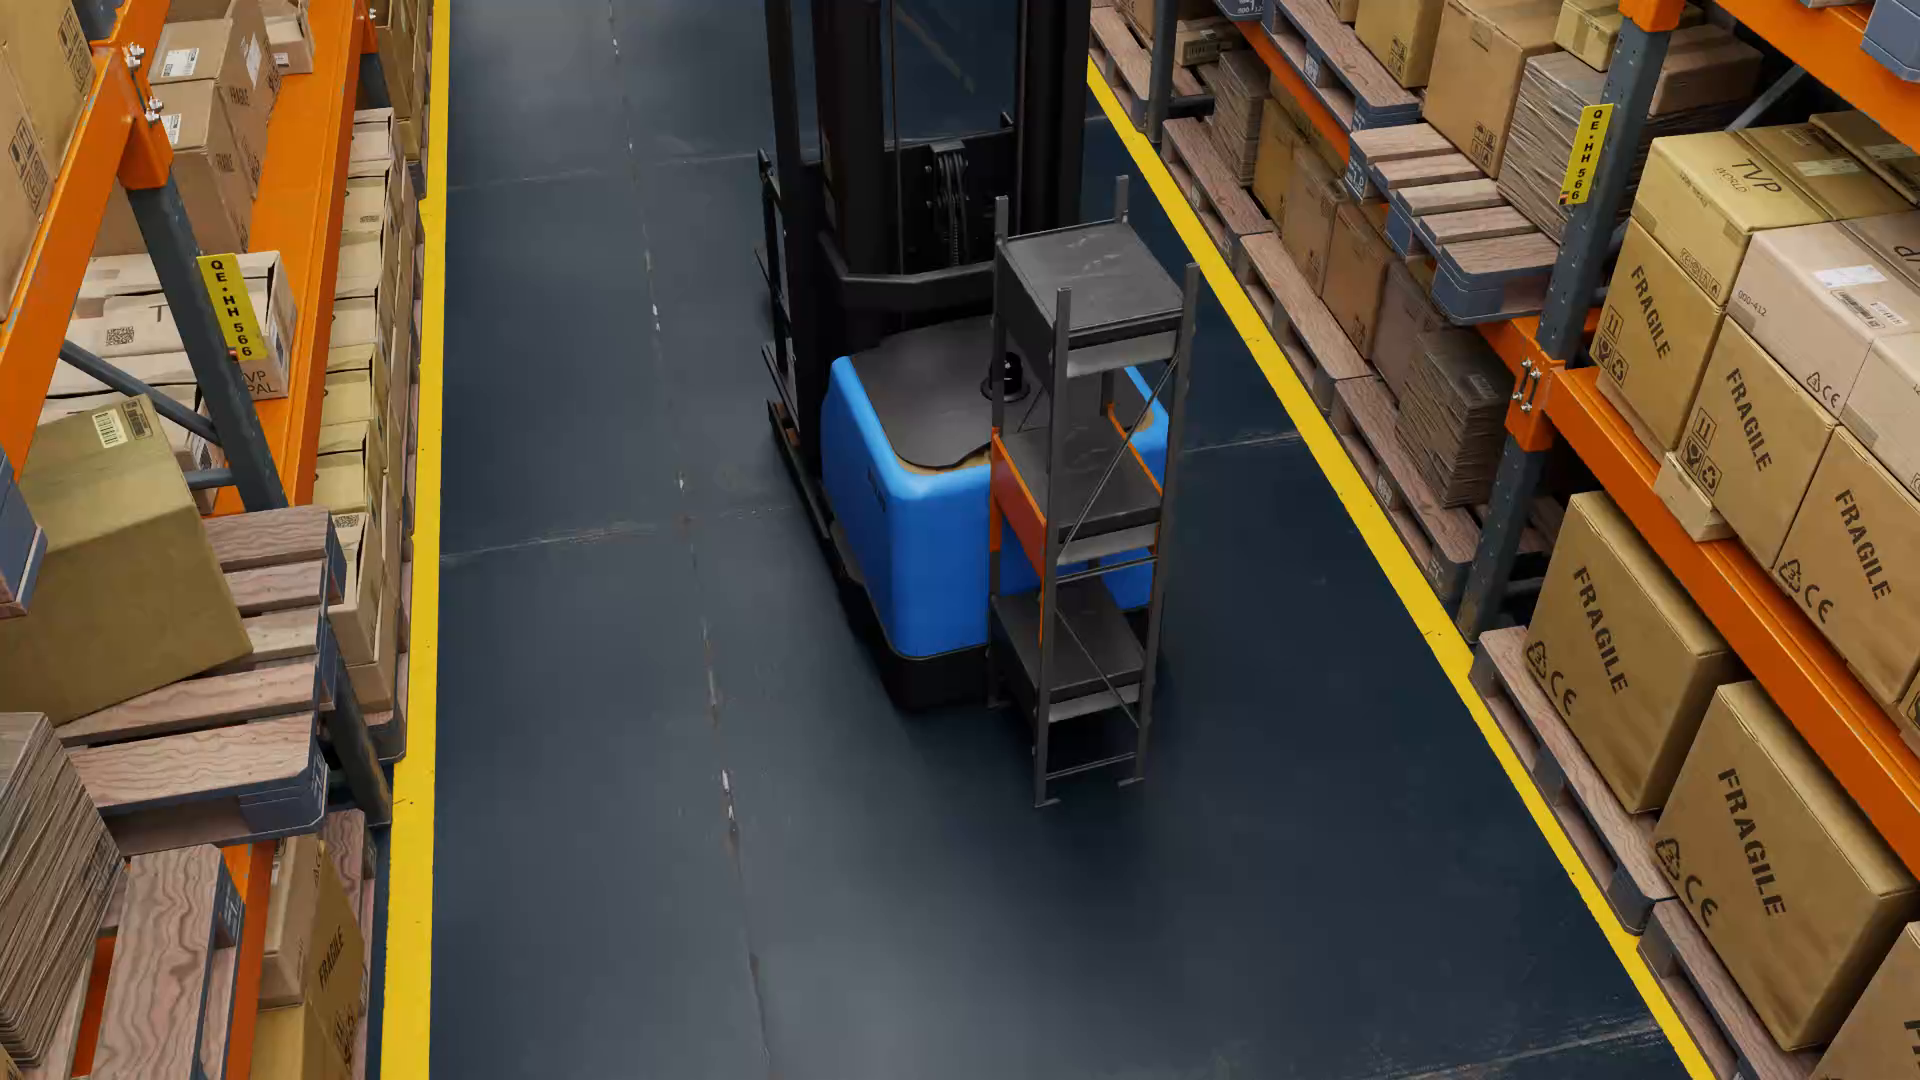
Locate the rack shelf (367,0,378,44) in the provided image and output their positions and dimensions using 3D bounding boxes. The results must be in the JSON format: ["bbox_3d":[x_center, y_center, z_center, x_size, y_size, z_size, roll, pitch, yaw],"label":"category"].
[{"bbox_3d":[-3.730,-3.739,9.244,1.077,0.370,4.000,-8,42,-9],"label":"rack shelf"}]

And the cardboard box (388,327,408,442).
[{"bbox_3d":[-2.599,-0.623,6.947,0.500,0.250,0.500,-8,42,-8],"label":"cardboard box"}]

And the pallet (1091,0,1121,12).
[{"bbox_3d":[1.091,-3.603,10.650,1.003,0.211,1.213,-8,42,-9],"label":"pallet"}]

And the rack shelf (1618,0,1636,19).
[{"bbox_3d":[1.969,-2.980,6.130,1.077,0.370,4.000,-8,42,-9],"label":"rack shelf"}]

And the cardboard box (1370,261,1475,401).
[{"bbox_3d":[2.197,-0.870,7.022,0.700,0.500,0.500,-8,42,-9],"label":"cardboard box"}]

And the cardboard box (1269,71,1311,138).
[{"bbox_3d":[1.811,-2.174,7.926,0.500,0.250,0.500,-9,42,-10],"label":"cardboard box"}]

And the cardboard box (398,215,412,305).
[{"bbox_3d":[-2.819,-1.285,7.692,0.500,0.250,0.500,-9,42,-10],"label":"cardboard box"}]

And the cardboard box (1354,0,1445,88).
[{"bbox_3d":[1.999,-2.140,6.495,0.700,0.500,0.500,-8,42,-9],"label":"cardboard box"}]

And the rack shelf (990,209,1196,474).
[{"bbox_3d":[0.368,-0.574,4.781,0.431,0.518,0.480,-12,43,-14],"label":"rack shelf"}]

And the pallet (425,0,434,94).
[{"bbox_3d":[-3.696,-2.982,9.951,1.003,0.211,1.213,-8,42,-9],"label":"pallet"}]

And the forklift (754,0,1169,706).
[{"bbox_3d":[-0.196,-1.489,6.220,1.130,2.935,3.031,-12,43,-14],"label":"forklift"}]

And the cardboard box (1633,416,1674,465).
[{"bbox_3d":[2.292,-0.333,5.040,0.380,0.149,0.250,-8,42,-9],"label":"cardboard box"}]

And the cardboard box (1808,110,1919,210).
[{"bbox_3d":[2.752,-1.010,4.749,0.500,0.250,0.500,-7,42,-8],"label":"cardboard box"}]

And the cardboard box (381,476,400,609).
[{"bbox_3d":[-2.371,0.046,6.194,0.500,0.250,0.500,-9,42,-10],"label":"cardboard box"}]

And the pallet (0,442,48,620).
[{"bbox_3d":[-1.871,0.318,2.014,1.213,0.211,1.003,-8,42,-9],"label":"pallet"}]

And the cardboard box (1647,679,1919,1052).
[{"bbox_3d":[2.614,0.880,4.802,0.750,0.750,0.750,-9,42,-9],"label":"cardboard box"}]

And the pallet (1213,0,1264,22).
[{"bbox_3d":[1.560,-2.835,7.829,1.003,0.211,1.213,-8,42,-9],"label":"pallet"}]

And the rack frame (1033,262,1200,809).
[{"bbox_3d":[0.445,0.093,5.064,0.400,2.100,0.015,-12,43,-14],"label":"rack frame"}]

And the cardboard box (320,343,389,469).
[{"bbox_3d":[-2.491,-0.509,6.396,0.500,0.311,0.500,-9,42,-10],"label":"cardboard box"}]

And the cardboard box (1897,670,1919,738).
[{"bbox_3d":[2.586,0.364,3.766,0.500,0.500,0.500,-7,42,-8],"label":"cardboard box"}]

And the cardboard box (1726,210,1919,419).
[{"bbox_3d":[2.364,-0.588,4.273,0.500,0.250,0.500,-9,42,-10],"label":"cardboard box"}]

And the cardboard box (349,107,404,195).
[{"bbox_3d":[-2.931,-1.828,7.883,0.500,0.311,0.500,-8,42,-9],"label":"cardboard box"}]

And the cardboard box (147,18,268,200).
[{"bbox_3d":[-2.927,-1.582,6.198,0.500,0.500,0.500,-8,42,-9],"label":"cardboard box"}]

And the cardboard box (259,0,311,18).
[{"bbox_3d":[-3.150,-2.342,7.242,0.500,0.250,0.500,-6,42,-7],"label":"cardboard box"}]

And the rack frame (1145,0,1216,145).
[{"bbox_3d":[1.538,-3.423,8.347,1.000,3.000,0.127,-8,42,-9],"label":"rack frame"}]

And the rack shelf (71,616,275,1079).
[{"bbox_3d":[-2.004,1.447,3.402,1.077,0.370,4.000,-8,42,-9],"label":"rack shelf"}]

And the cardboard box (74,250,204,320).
[{"bbox_3d":[-2.765,-0.843,5.629,0.380,0.149,0.250,-5,42,-6],"label":"cardboard box"}]

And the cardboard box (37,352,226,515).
[{"bbox_3d":[-2.471,-0.327,4.926,0.500,0.311,0.500,-6,42,-7],"label":"cardboard box"}]

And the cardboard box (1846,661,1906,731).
[{"bbox_3d":[2.551,0.332,4.290,0.380,0.149,0.250,-8,42,-9],"label":"cardboard box"}]

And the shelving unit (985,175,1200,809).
[{"bbox_3d":[0.368,-0.061,5.237,0.431,2.100,0.503,-12,43,-14],"label":"shelving unit"}]

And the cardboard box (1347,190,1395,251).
[{"bbox_3d":[2.017,-1.511,7.180,0.500,0.250,0.500,-9,42,-9],"label":"cardboard box"}]

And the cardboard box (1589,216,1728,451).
[{"bbox_3d":[2.256,-0.635,4.892,0.500,0.500,0.500,-7,42,-8],"label":"cardboard box"}]

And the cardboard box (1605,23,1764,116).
[{"bbox_3d":[2.297,-1.494,5.279,0.380,0.149,0.250,-14,43,-15],"label":"cardboard box"}]

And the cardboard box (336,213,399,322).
[{"bbox_3d":[-2.707,-1.168,7.139,0.500,0.311,0.500,-8,42,-9],"label":"cardboard box"}]

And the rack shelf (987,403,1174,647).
[{"bbox_3d":[0.368,-0.051,5.246,0.431,0.518,0.480,-12,43,-14],"label":"rack shelf"}]

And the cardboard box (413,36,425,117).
[{"bbox_3d":[-3.206,-2.509,9.072,0.500,0.250,0.500,-8,42,-9],"label":"cardboard box"}]

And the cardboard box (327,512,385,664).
[{"bbox_3d":[-2.261,0.162,5.641,0.500,0.311,0.500,-7,42,-8],"label":"cardboard box"}]

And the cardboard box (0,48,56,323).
[{"bbox_3d":[-2.198,-0.669,2.909,0.910,0.500,0.500,-8,42,-9],"label":"cardboard box"}]

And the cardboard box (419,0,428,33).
[{"bbox_3d":[-3.422,-3.157,9.802,0.500,0.250,0.500,-8,42,-9],"label":"cardboard box"}]

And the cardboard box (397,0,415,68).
[{"bbox_3d":[-3.209,-2.789,8.822,0.500,0.500,0.500,-8,42,-9],"label":"cardboard box"}]

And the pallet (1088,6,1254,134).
[{"bbox_3d":[1.358,-2.811,9.758,1.003,0.211,1.213,-8,42,-9],"label":"pallet"}]

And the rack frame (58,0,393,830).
[{"bbox_3d":[-2.435,-0.118,4.624,1.000,3.000,0.127,-8,42,-9],"label":"rack frame"}]

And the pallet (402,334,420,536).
[{"bbox_3d":[-2.835,-0.404,7.046,1.003,0.211,1.213,-8,42,-9],"label":"pallet"}]

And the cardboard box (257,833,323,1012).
[{"bbox_3d":[-1.988,0.980,4.373,0.500,0.250,0.500,-7,42,-8],"label":"cardboard box"}]

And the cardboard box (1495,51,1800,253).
[{"bbox_3d":[2.290,-1.336,5.589,0.700,0.500,0.500,-13,43,-14],"label":"cardboard box"}]

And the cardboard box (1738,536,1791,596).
[{"bbox_3d":[2.441,-0.003,4.668,0.380,0.149,0.250,-9,42,-10],"label":"cardboard box"}]

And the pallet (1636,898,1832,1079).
[{"bbox_3d":[2.757,1.523,4.875,1.003,0.211,1.213,-8,42,-9],"label":"pallet"}]

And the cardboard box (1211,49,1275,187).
[{"bbox_3d":[1.713,-2.178,8.496,0.700,0.500,0.500,-7,42,-8],"label":"cardboard box"}]

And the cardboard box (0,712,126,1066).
[{"bbox_3d":[-2.178,0.699,3.311,0.700,0.500,0.500,-1,42,-1],"label":"cardboard box"}]

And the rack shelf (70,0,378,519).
[{"bbox_3d":[-2.867,-1.146,6.323,1.077,0.370,4.000,-8,42,-9],"label":"rack shelf"}]

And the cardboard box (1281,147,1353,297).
[{"bbox_3d":[1.944,-1.514,7.748,0.700,0.500,0.500,-8,42,-9],"label":"cardboard box"}]

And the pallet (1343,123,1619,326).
[{"bbox_3d":[2.143,-1.206,5.993,1.213,0.211,1.003,-8,42,-9],"label":"pallet"}]

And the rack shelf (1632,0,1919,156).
[{"bbox_3d":[2.833,-0.387,3.209,1.077,0.370,4.000,-8,42,-9],"label":"rack shelf"}]

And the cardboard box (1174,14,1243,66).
[{"bbox_3d":[1.393,-2.871,9.527,0.380,0.166,0.250,-14,43,-15],"label":"cardboard box"}]

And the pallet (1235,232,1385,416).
[{"bbox_3d":[1.974,-1.084,7.812,1.003,0.211,1.213,-8,42,-9],"label":"pallet"}]

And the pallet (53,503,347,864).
[{"bbox_3d":[-2.220,0.383,4.204,1.213,0.211,1.003,-8,42,-9],"label":"pallet"}]
